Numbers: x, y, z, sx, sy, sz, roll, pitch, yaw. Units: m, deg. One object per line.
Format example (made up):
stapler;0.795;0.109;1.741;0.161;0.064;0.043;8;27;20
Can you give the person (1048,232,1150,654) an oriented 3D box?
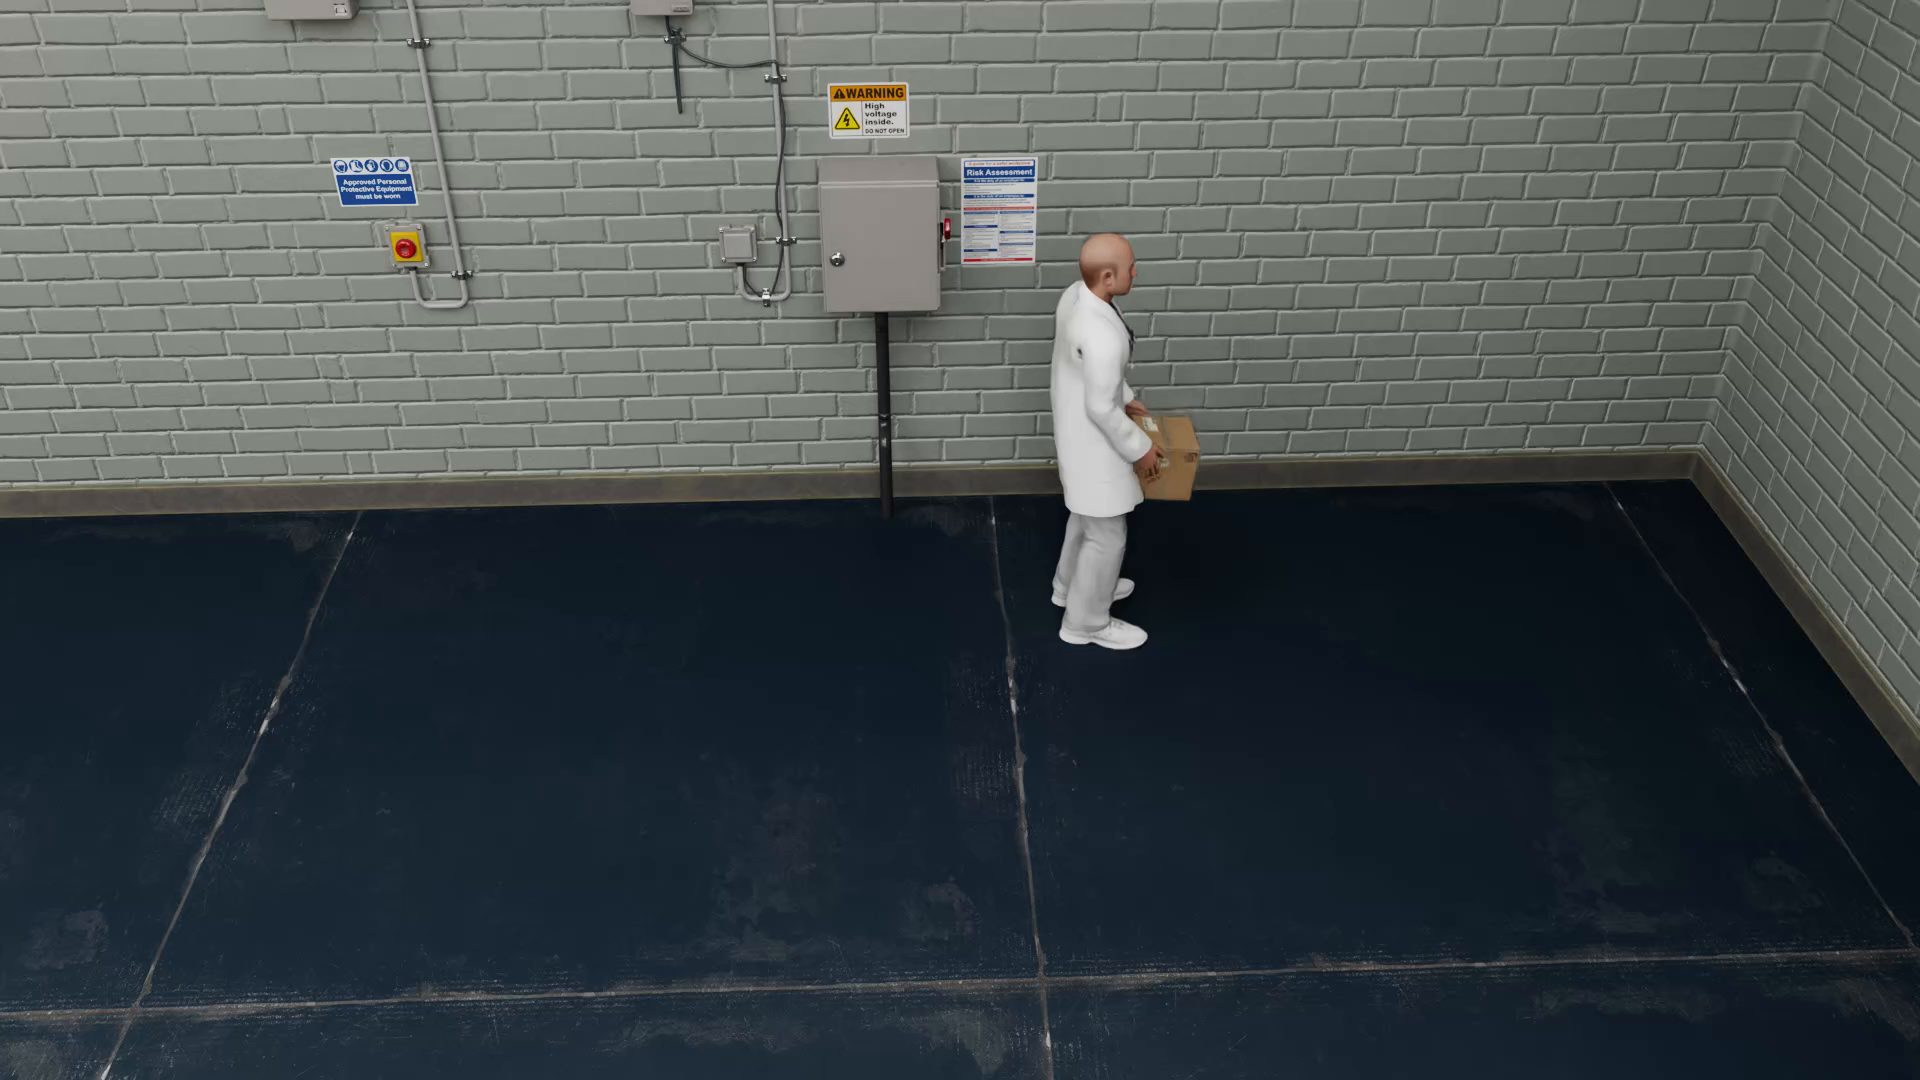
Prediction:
person;0.570;-0.406;6.744;0.433;1.772;0.646;-3;35;-5
